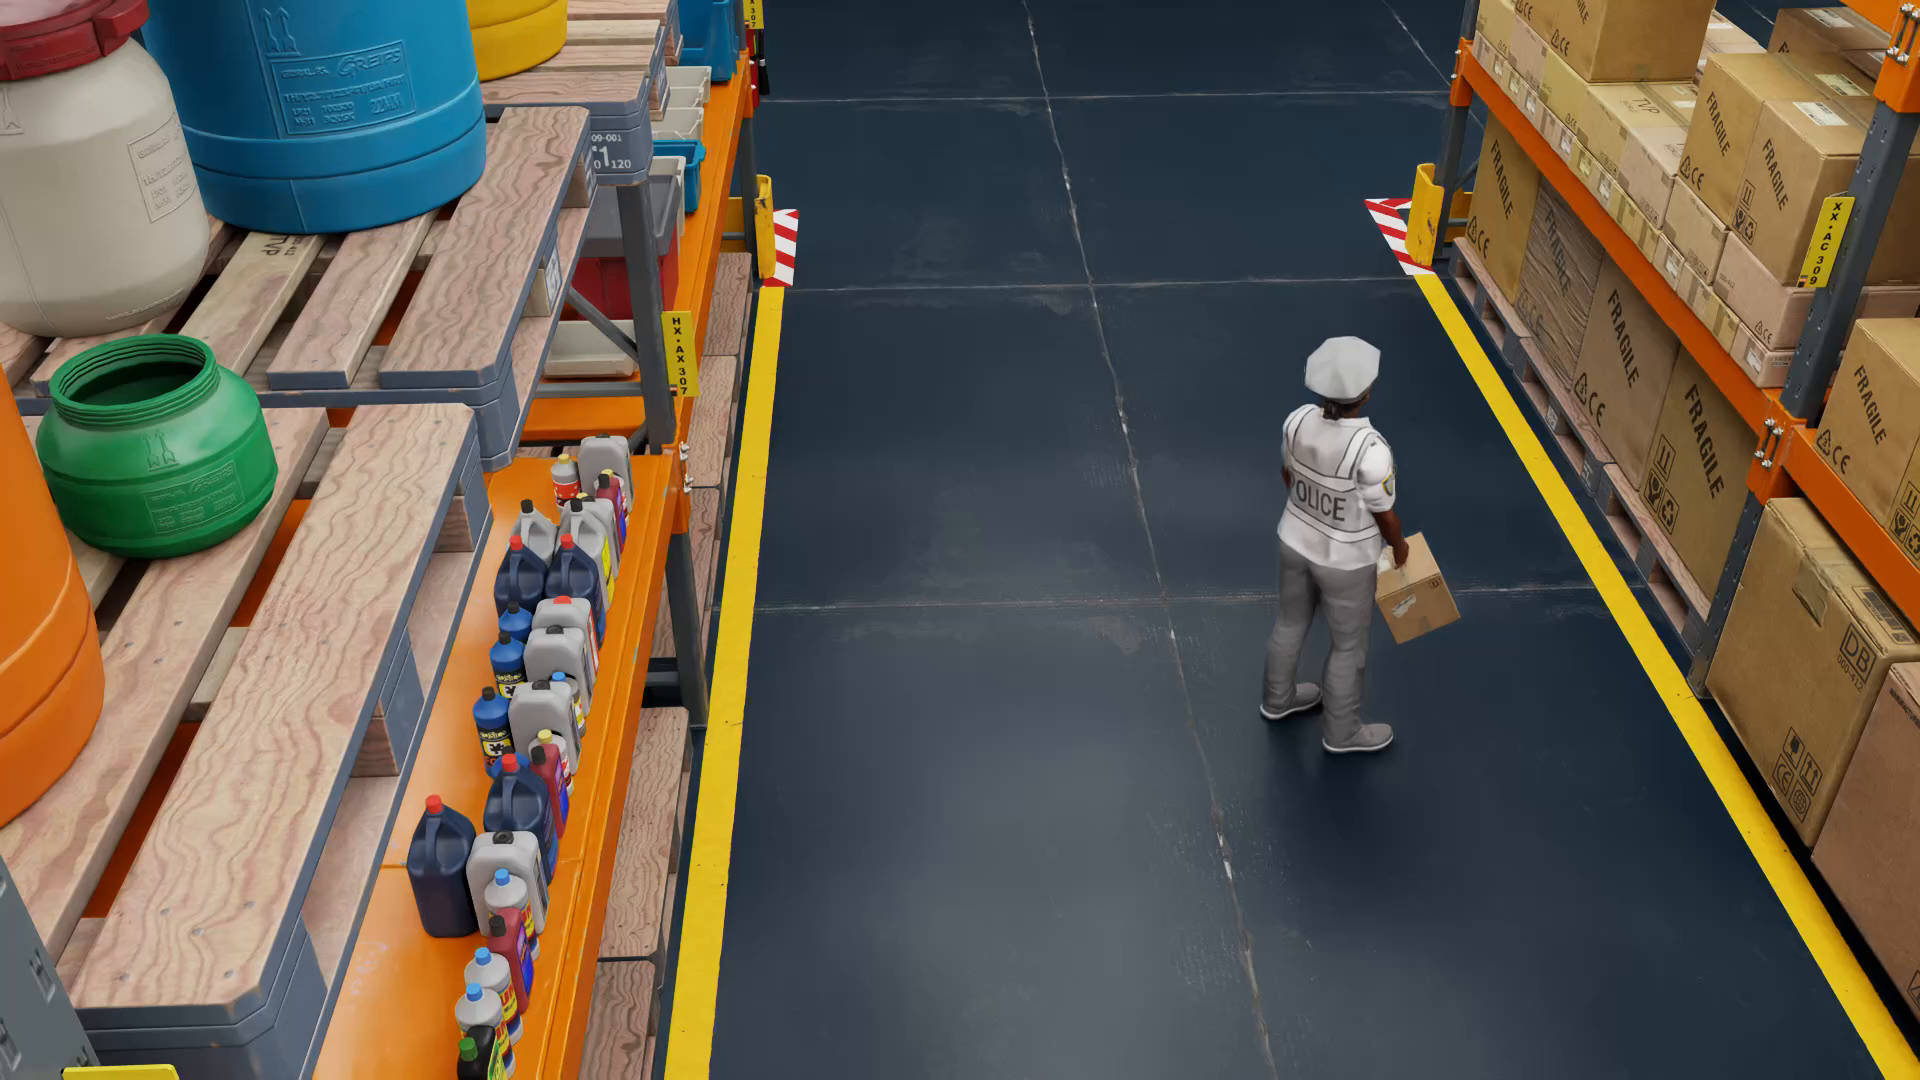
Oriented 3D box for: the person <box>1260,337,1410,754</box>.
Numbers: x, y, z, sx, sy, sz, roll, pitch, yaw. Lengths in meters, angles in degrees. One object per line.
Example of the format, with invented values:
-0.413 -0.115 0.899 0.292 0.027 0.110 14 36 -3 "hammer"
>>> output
1.385 0.033 6.051 0.444 1.700 0.552 -26 43 -31 "person"
